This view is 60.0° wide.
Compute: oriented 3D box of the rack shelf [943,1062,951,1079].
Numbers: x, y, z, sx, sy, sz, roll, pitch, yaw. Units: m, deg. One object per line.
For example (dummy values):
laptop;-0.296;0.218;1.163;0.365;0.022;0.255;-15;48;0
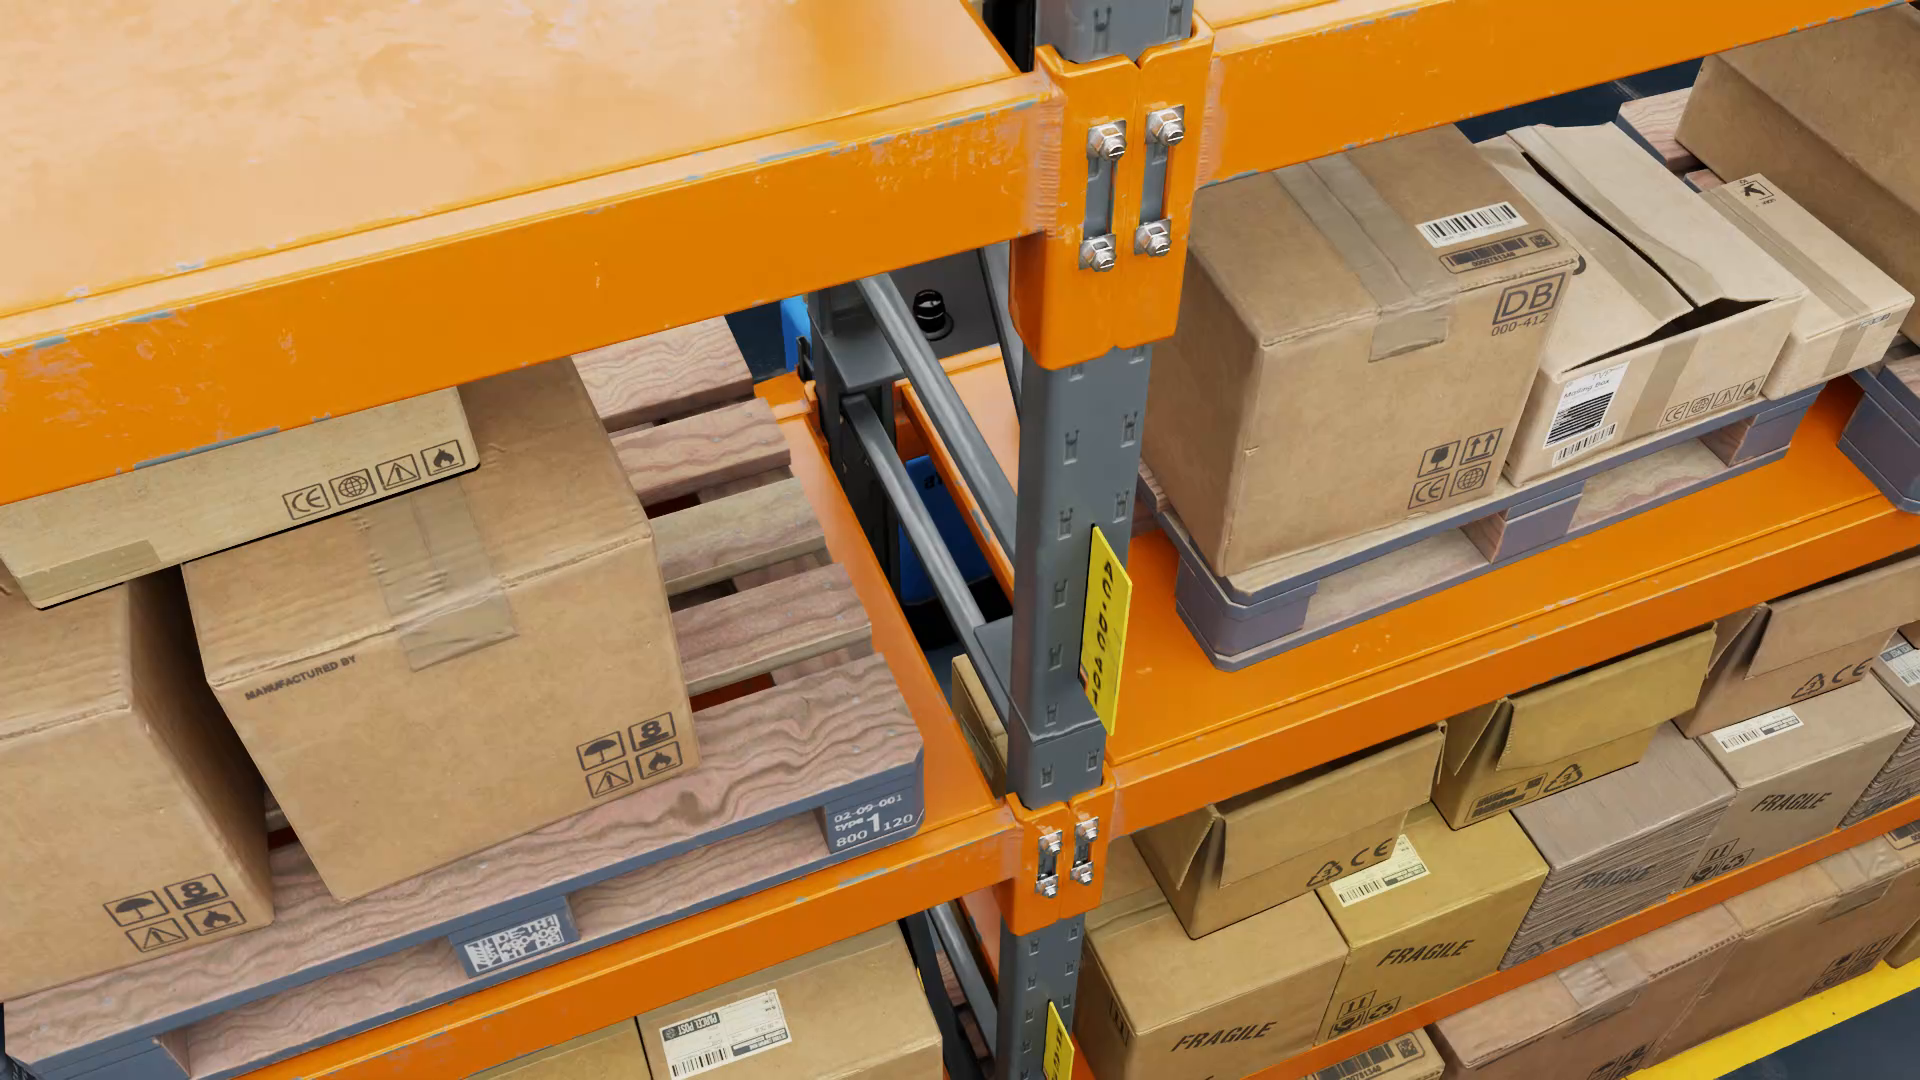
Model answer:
rack shelf;-1.878;1.713;3.616;4.000;0.370;1.077;-17;52;-14

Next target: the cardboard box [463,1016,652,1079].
cardboard box;-0.816;1.073;3.100;0.500;0.500;0.500;-17;51;-14

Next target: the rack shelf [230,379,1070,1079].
rack shelf;-1.878;0.736;2.478;4.000;0.370;1.077;-17;52;-14

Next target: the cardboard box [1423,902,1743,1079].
cardboard box;1.385;1.006;4.873;0.875;0.875;1.225;-19;52;-15

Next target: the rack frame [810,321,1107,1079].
rack frame;-0.026;0.905;3.836;0.127;3.000;1.000;-17;52;-14

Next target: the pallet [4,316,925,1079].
pallet;-0.788;0.184;2.537;1.213;0.211;1.003;-17;52;-14

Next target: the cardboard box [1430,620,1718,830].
cardboard box;1.202;0.168;3.742;0.637;0.503;0.797;-17;51;-14

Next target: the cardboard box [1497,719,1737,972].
cardboard box;1.422;0.628;4.008;0.500;0.500;0.500;-18;52;-15

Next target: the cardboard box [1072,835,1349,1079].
cardboard box;0.494;0.916;3.761;0.500;0.500;0.500;-17;51;-14

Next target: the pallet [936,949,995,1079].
pallet;0.659;1.540;5.129;1.213;0.211;1.003;-17;52;-14

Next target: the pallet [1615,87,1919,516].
pallet;2.066;-0.613;3.287;1.213;0.211;1.003;-15;51;-13

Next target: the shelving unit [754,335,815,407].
shelving unit;-0.888;0.010;5.841;1.048;1.125;0.538;-21;53;-17

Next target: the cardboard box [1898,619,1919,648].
cardboard box;2.389;-0.218;4.074;0.637;0.503;0.797;-16;51;-13

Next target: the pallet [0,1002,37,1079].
pallet;-1.915;0.531;2.238;1.213;0.211;1.003;-17;52;-14

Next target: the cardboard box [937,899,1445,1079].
cardboard box;0.558;1.263;4.653;0.875;0.875;1.225;-17;51;-14

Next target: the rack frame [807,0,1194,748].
rack frame;-0.026;-1.049;1.560;0.127;3.000;1.000;-17;52;-14

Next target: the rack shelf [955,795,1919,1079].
rack shelf;1.825;0.566;4.602;4.000;0.370;1.077;-17;52;-14

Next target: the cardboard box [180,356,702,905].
cardboard box;-0.728;-0.007;2.234;0.500;0.500;0.700;-20;52;-16

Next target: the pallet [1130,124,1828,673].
pallet;0.804;-0.307;3.026;1.217;0.209;0.805;-19;52;-16

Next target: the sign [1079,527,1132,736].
sign;0.185;0.123;2.138;0.005;0.325;0.100;-17;52;-14

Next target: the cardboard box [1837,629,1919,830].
cardboard box;2.370;0.331;4.263;0.500;0.500;0.500;-19;52;-15

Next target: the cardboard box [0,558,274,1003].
cardboard box;-1.228;0.144;2.104;0.500;0.500;0.700;-15;51;-12

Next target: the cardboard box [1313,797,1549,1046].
cardboard box;0.959;0.772;3.885;0.500;0.500;0.500;-17;51;-14

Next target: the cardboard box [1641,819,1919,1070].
cardboard box;2.202;0.747;5.096;0.875;0.875;1.225;-17;51;-14

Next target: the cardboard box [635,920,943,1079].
cardboard box;-0.351;0.933;3.221;0.500;0.500;0.500;-16;51;-13

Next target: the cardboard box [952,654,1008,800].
cardboard box;0.303;0.547;4.078;0.500;0.500;0.500;-17;51;-14

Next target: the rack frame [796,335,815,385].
rack frame;-0.436;-0.165;5.991;0.032;1.125;0.500;-21;53;-17

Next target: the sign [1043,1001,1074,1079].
sign;0.185;0.987;3.143;0.005;0.325;0.100;-17;52;-14

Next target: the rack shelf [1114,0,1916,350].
rack shelf;1.825;-1.258;2.477;4.000;0.370;1.077;-17;52;-14

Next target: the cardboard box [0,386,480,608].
cardboard box;-0.900;-0.253;1.951;0.500;0.250;0.500;-20;52;-17

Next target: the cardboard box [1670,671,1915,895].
cardboard box;1.899;0.476;4.139;0.500;0.500;0.500;-16;51;-14

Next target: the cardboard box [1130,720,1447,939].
cardboard box;0.562;0.357;3.580;0.637;0.503;0.797;-18;52;-15

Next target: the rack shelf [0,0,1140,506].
rack shelf;-1.878;-0.111;1.492;4.000;0.370;1.077;-17;52;-14

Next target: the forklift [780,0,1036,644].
forklift;0.886;-1.367;5.833;3.031;2.935;1.130;-21;53;-17

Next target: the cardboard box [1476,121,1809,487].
cardboard box;1.023;-0.431;2.789;0.500;0.311;0.500;-19;52;-15

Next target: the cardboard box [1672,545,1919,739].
cardboard box;1.771;-0.021;3.905;0.637;0.503;0.797;-16;51;-13

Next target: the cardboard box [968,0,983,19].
cardboard box;-0.058;-2.498;7.635;0.500;0.250;0.500;-15;51;-13

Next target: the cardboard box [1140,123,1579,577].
cardboard box;0.507;-0.415;2.650;0.500;0.500;0.700;-16;51;-13

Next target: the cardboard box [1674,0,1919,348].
cardboard box;1.793;-0.789;2.969;0.637;0.503;0.797;-18;52;-15

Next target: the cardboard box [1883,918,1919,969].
cardboard box;3.030;0.497;5.311;0.875;0.875;1.225;-19;52;-16

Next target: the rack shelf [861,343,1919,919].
rack shelf;1.825;-0.411;3.464;4.000;0.370;1.077;-17;52;-14

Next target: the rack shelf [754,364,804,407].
rack shelf;-0.888;-0.181;5.619;1.000;0.278;0.538;-21;53;-17

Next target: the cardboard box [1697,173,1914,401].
cardboard box;1.409;-0.449;2.910;0.250;0.149;0.380;-19;52;-16
